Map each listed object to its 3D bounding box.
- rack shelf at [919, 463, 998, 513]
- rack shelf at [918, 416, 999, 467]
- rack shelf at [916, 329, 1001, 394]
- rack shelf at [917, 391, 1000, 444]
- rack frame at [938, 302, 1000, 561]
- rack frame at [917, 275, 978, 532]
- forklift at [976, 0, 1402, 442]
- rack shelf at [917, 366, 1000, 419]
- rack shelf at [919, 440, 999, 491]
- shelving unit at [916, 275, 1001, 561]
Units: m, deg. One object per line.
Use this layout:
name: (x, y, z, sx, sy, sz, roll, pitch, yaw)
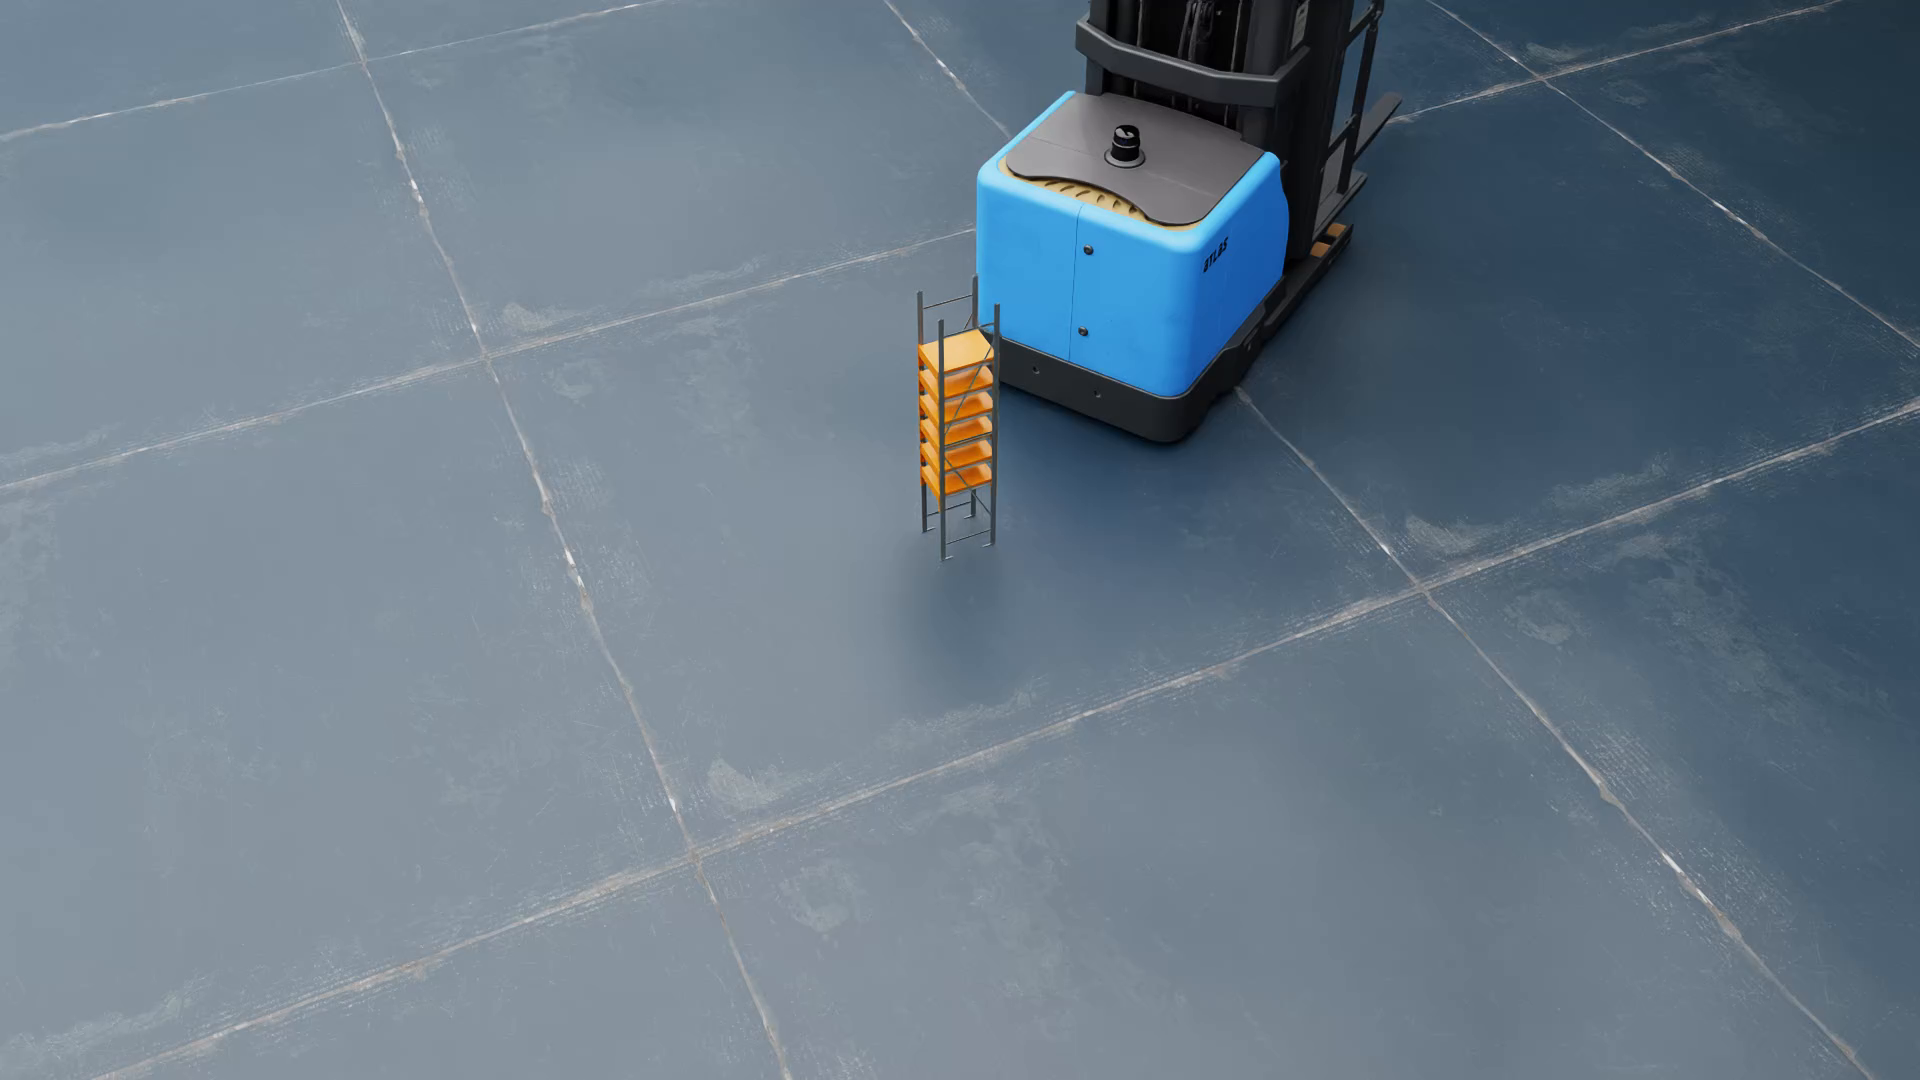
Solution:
rack shelf: (-0.006, -0.234, 6.538, 0.258, 0.103, 0.180, -18, 47, -17)
rack shelf: (-0.006, -0.405, 6.369, 0.258, 0.103, 0.180, -18, 47, -17)
rack shelf: (-0.006, -0.661, 6.116, 0.258, 0.103, 0.180, -18, 47, -17)
rack shelf: (-0.006, -0.490, 6.285, 0.258, 0.103, 0.180, -18, 47, -17)
rack frame: (0.032, -0.378, 6.279, 0.240, 1.200, 0.006, -18, 47, -17)
rack frame: (-0.045, -0.495, 6.397, 0.240, 1.200, 0.006, -18, 47, -17)
forklift: (1.263, -2.475, 7.171, 1.130, 2.935, 3.031, 24, 49, 22)
rack shelf: (-0.006, -0.576, 6.201, 0.258, 0.103, 0.180, -18, 47, -17)
rack shelf: (-0.006, -0.319, 6.453, 0.258, 0.103, 0.180, -18, 47, -17)
shelving unit: (-0.006, -0.436, 6.338, 0.258, 1.200, 0.189, -18, 47, -17)
